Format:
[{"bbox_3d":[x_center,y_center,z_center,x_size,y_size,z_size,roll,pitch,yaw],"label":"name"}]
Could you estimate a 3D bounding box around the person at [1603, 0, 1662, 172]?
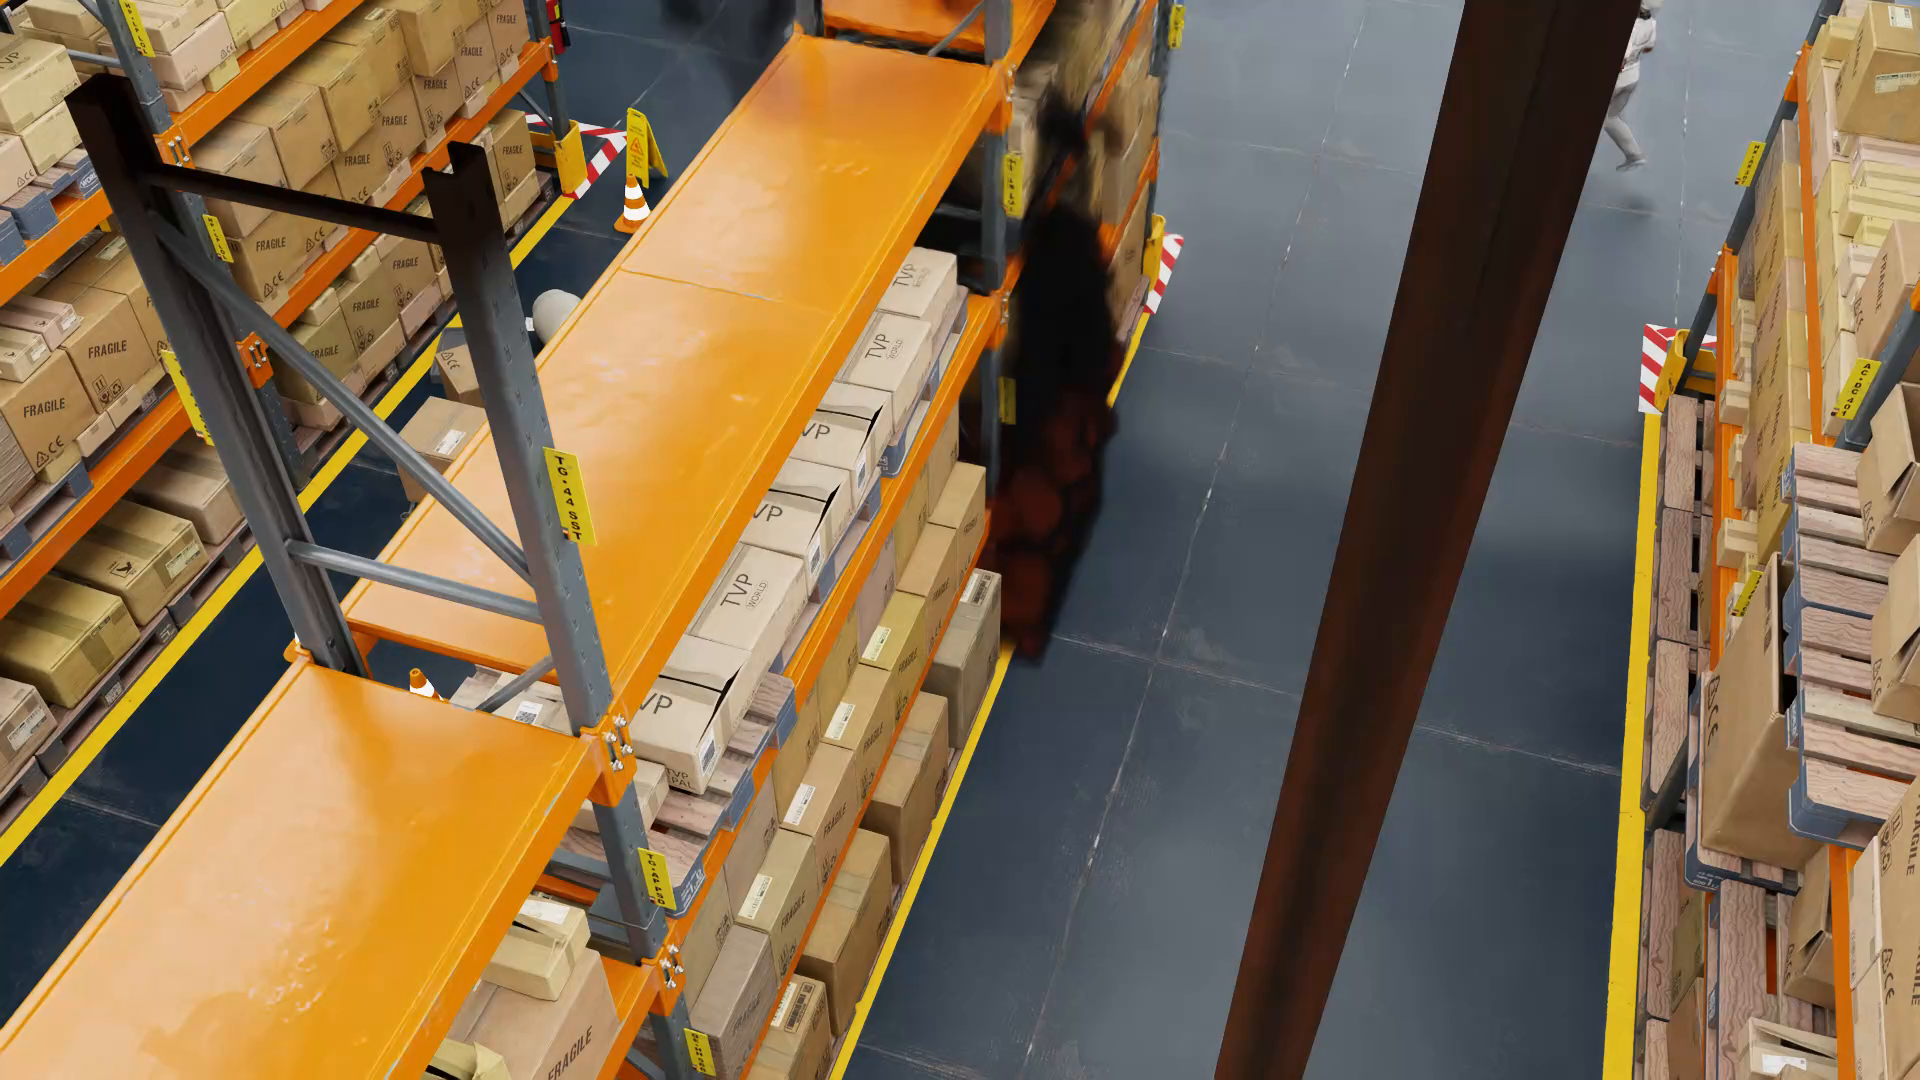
[{"bbox_3d":[5.372,-3.739,13.623,0.592,1.702,0.901,-23,50,-21],"label":"person"}]
